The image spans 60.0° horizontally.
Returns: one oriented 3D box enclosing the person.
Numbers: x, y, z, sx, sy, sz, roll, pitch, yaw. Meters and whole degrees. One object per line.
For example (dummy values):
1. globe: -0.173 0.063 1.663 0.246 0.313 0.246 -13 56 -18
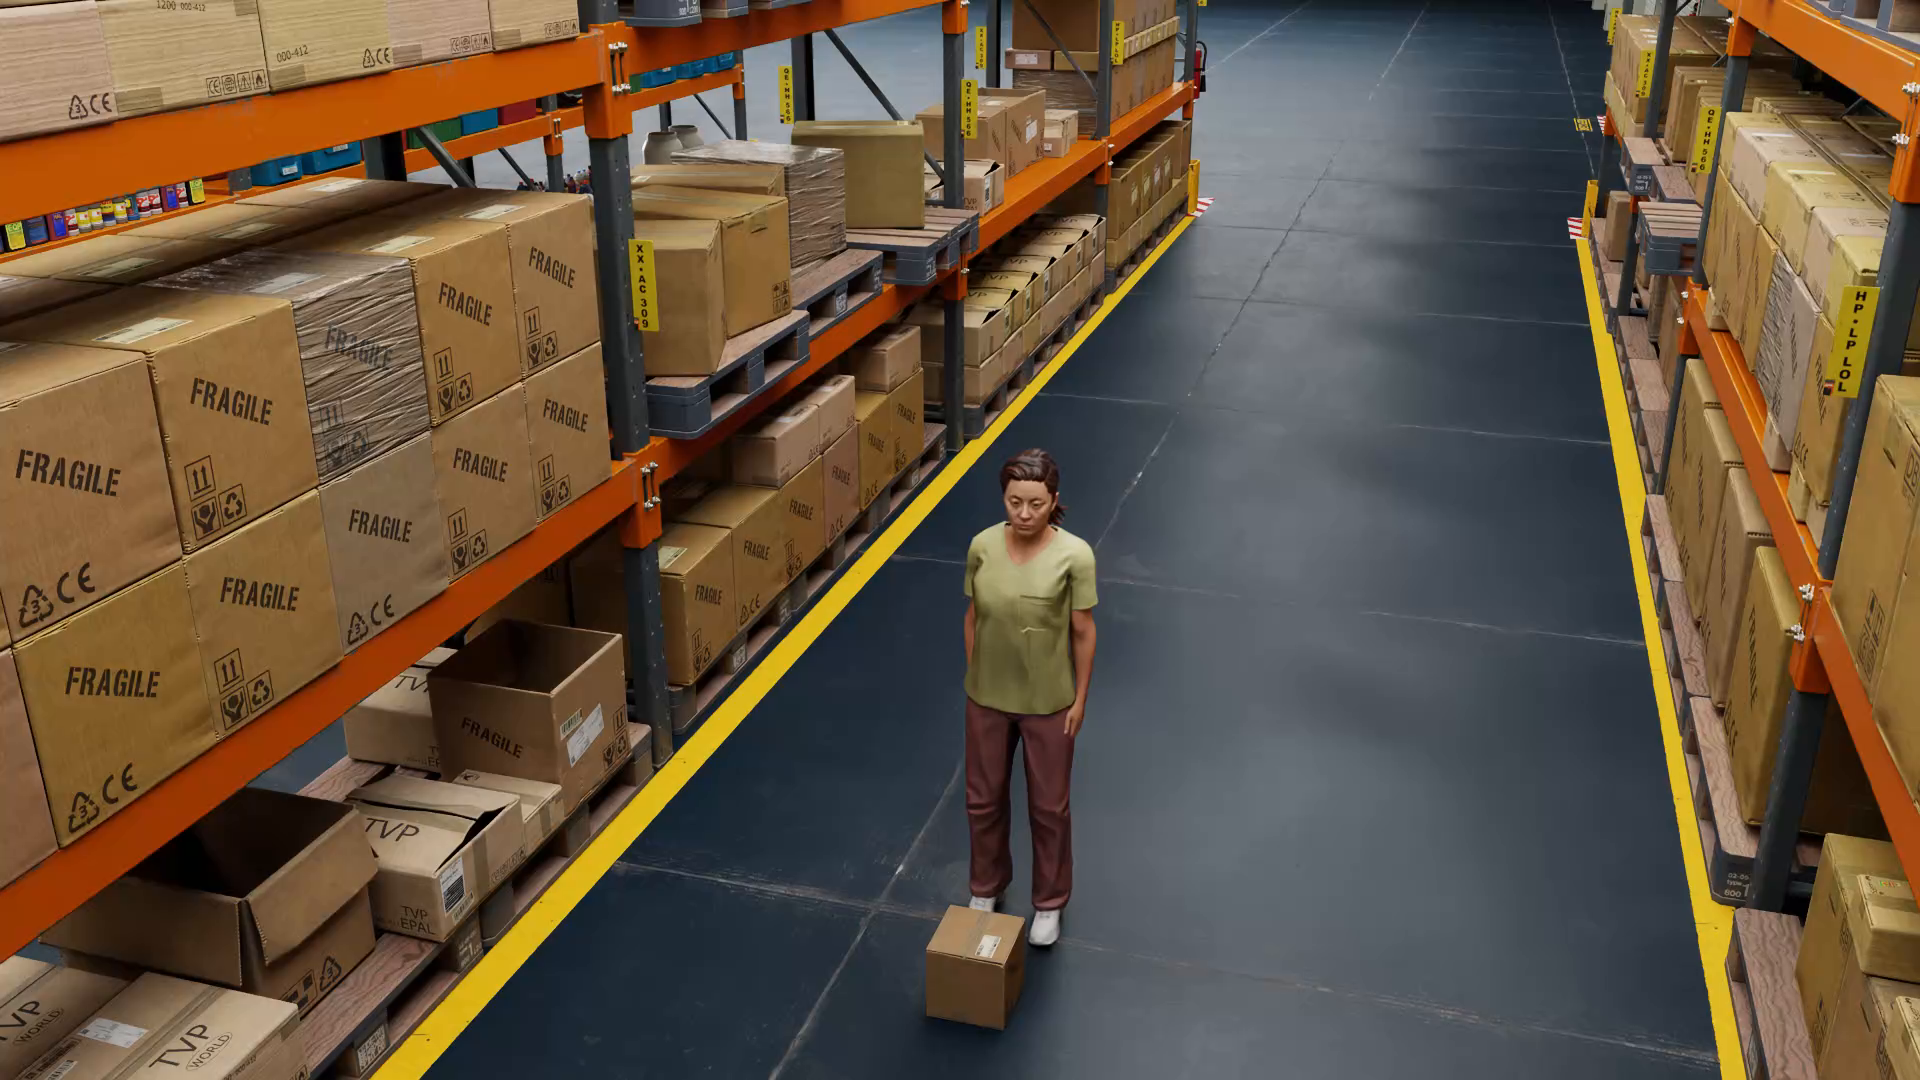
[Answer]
1. person: 0.211 0.505 5.351 0.441 1.671 0.361 7 23 17
